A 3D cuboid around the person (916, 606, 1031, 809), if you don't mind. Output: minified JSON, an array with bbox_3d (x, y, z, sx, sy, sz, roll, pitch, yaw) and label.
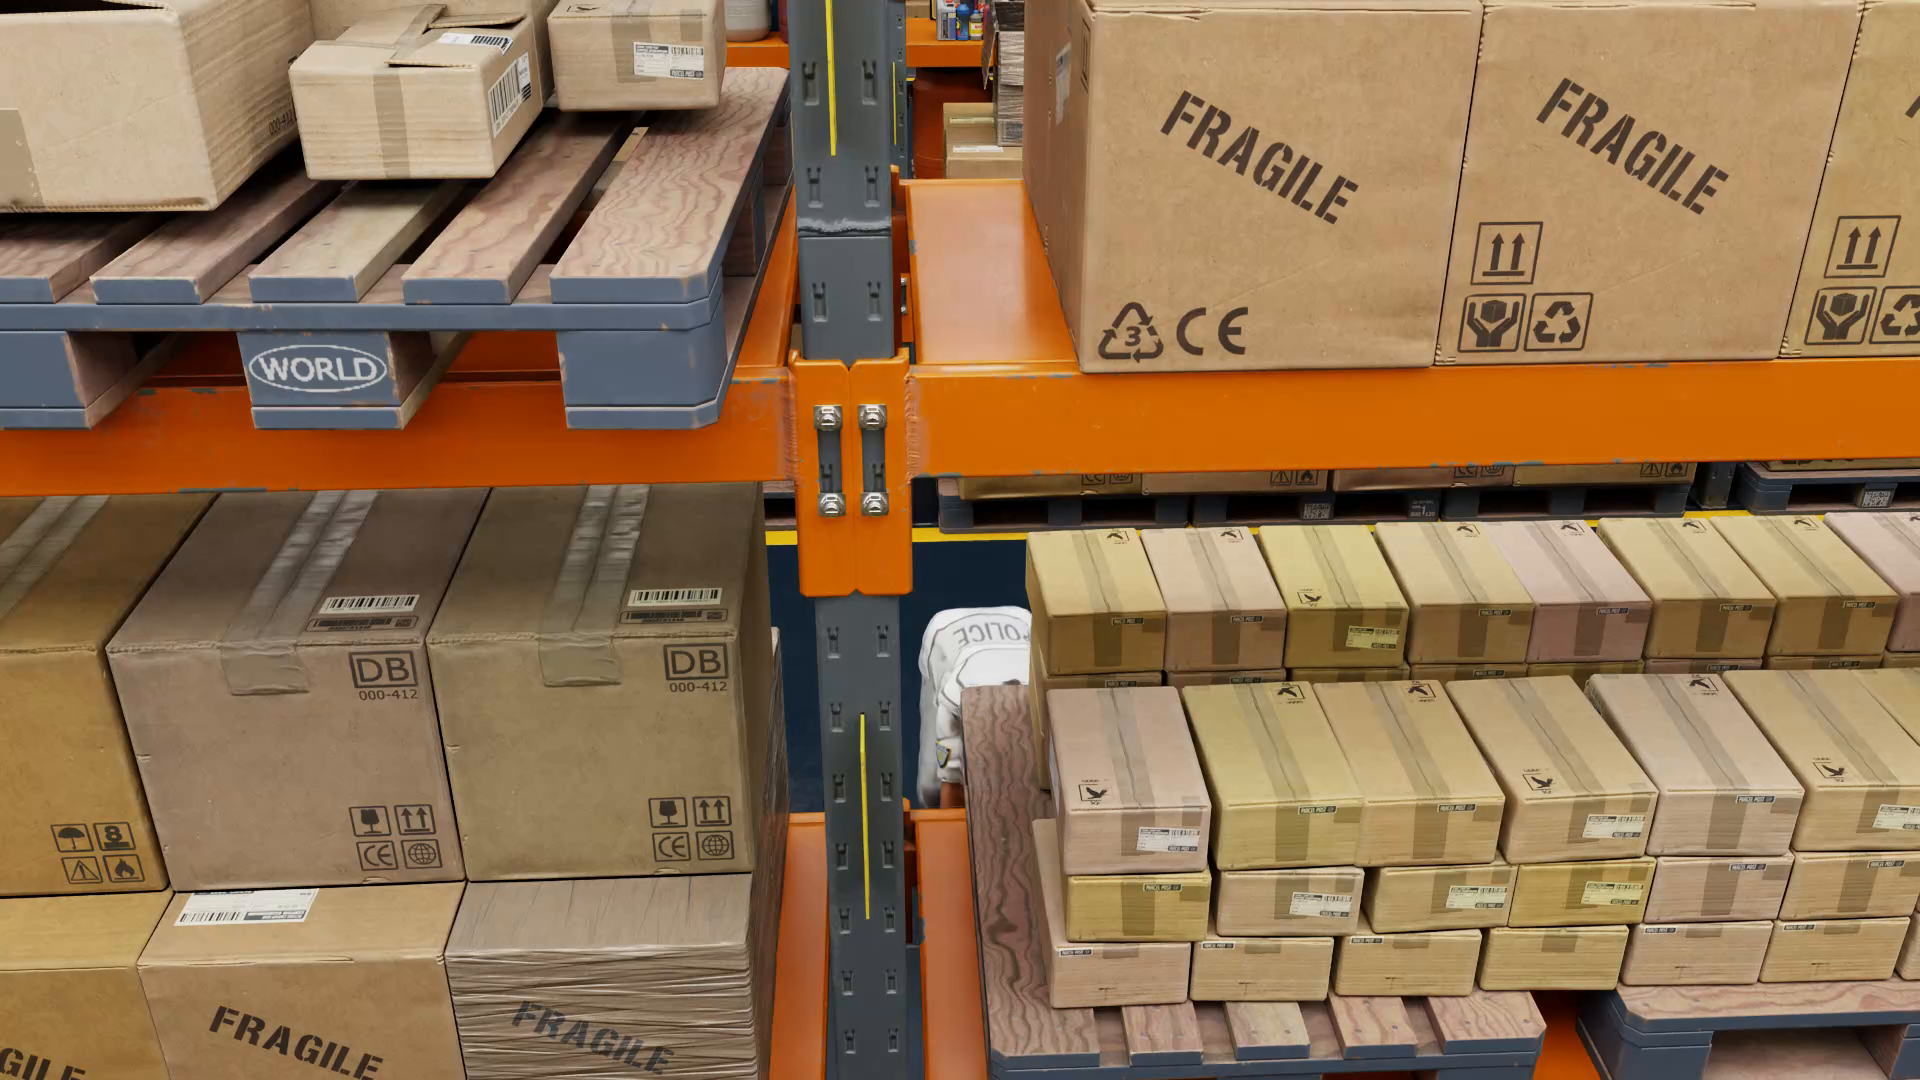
[{"bbox_3d":[0.114,0.733,5.472,0.518,0.973,0.937,-3,28,-5],"label":"person"}]
